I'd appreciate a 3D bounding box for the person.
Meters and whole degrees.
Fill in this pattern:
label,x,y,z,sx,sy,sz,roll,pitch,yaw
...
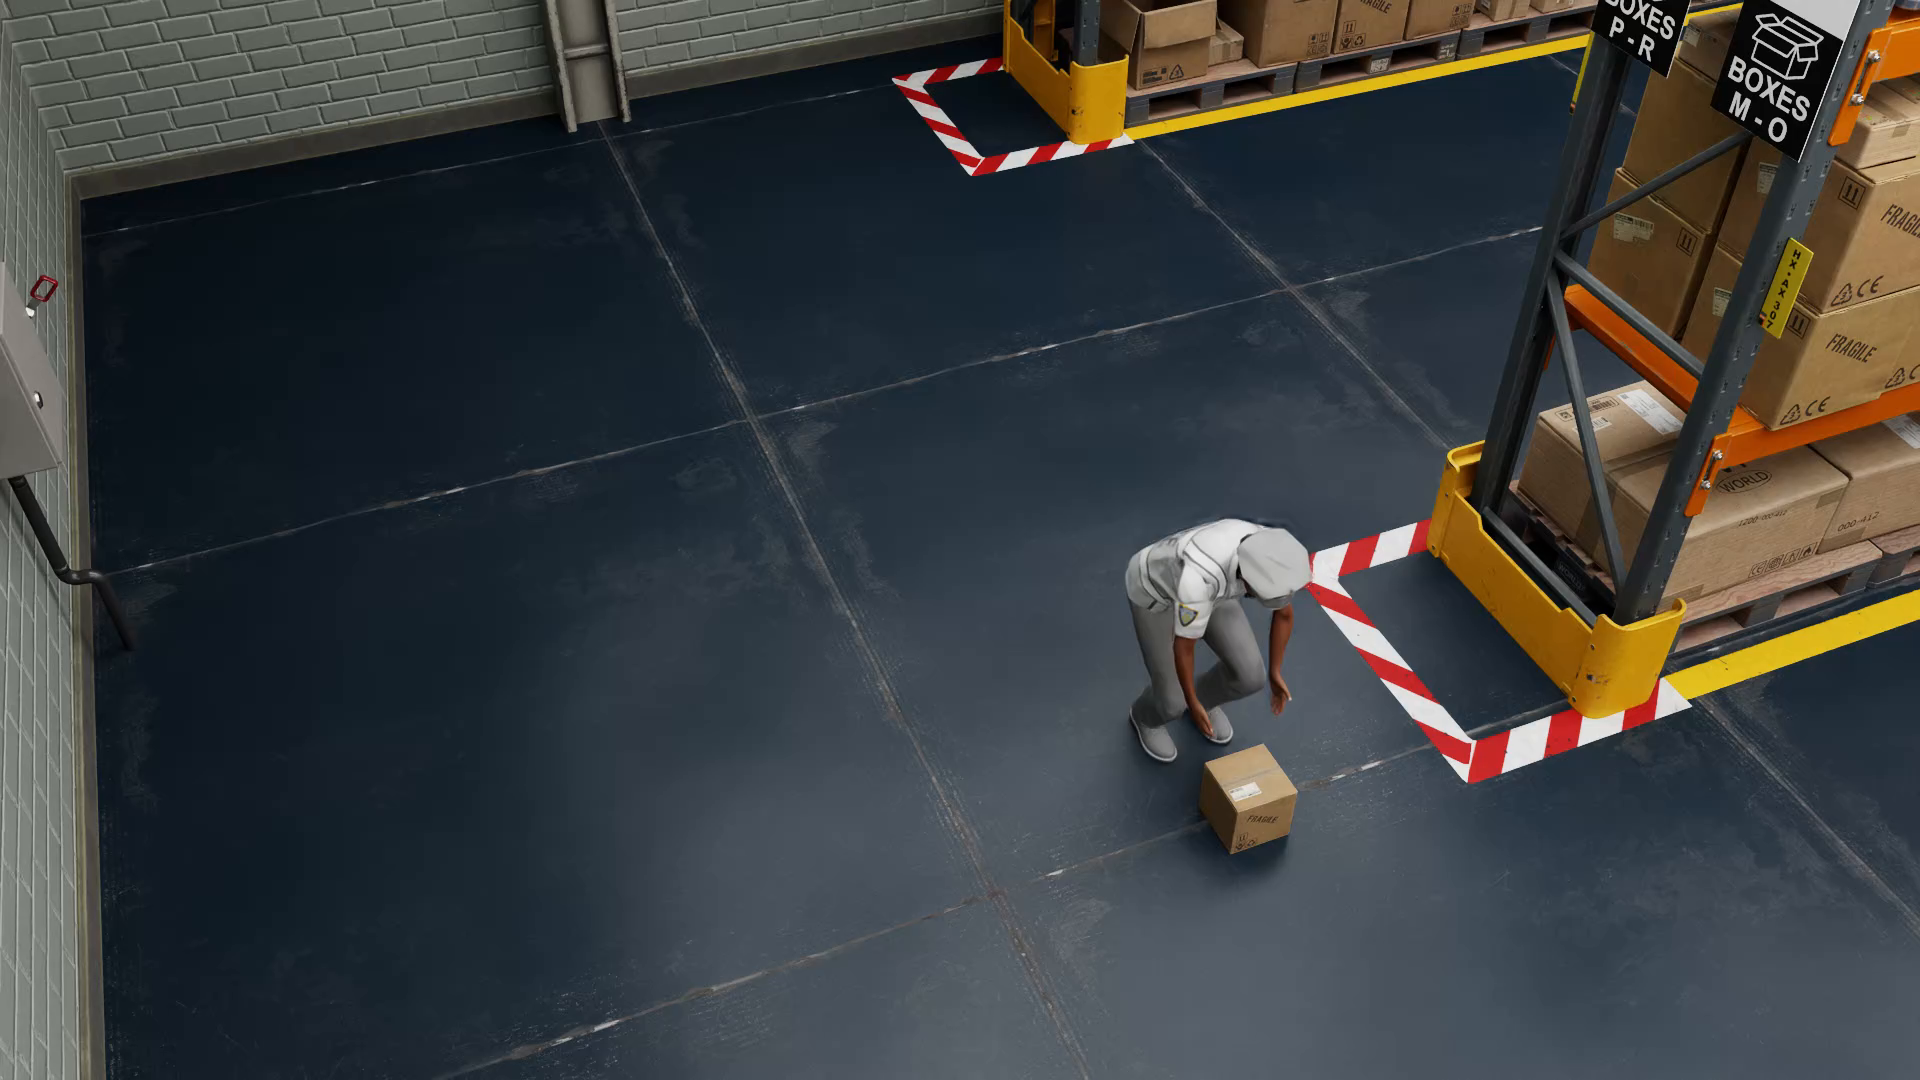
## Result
label,x,y,z,sx,sy,sz,roll,pitch,yaw
person,0.938,0.329,6.112,0.499,1.246,0.781,-15,44,-16
